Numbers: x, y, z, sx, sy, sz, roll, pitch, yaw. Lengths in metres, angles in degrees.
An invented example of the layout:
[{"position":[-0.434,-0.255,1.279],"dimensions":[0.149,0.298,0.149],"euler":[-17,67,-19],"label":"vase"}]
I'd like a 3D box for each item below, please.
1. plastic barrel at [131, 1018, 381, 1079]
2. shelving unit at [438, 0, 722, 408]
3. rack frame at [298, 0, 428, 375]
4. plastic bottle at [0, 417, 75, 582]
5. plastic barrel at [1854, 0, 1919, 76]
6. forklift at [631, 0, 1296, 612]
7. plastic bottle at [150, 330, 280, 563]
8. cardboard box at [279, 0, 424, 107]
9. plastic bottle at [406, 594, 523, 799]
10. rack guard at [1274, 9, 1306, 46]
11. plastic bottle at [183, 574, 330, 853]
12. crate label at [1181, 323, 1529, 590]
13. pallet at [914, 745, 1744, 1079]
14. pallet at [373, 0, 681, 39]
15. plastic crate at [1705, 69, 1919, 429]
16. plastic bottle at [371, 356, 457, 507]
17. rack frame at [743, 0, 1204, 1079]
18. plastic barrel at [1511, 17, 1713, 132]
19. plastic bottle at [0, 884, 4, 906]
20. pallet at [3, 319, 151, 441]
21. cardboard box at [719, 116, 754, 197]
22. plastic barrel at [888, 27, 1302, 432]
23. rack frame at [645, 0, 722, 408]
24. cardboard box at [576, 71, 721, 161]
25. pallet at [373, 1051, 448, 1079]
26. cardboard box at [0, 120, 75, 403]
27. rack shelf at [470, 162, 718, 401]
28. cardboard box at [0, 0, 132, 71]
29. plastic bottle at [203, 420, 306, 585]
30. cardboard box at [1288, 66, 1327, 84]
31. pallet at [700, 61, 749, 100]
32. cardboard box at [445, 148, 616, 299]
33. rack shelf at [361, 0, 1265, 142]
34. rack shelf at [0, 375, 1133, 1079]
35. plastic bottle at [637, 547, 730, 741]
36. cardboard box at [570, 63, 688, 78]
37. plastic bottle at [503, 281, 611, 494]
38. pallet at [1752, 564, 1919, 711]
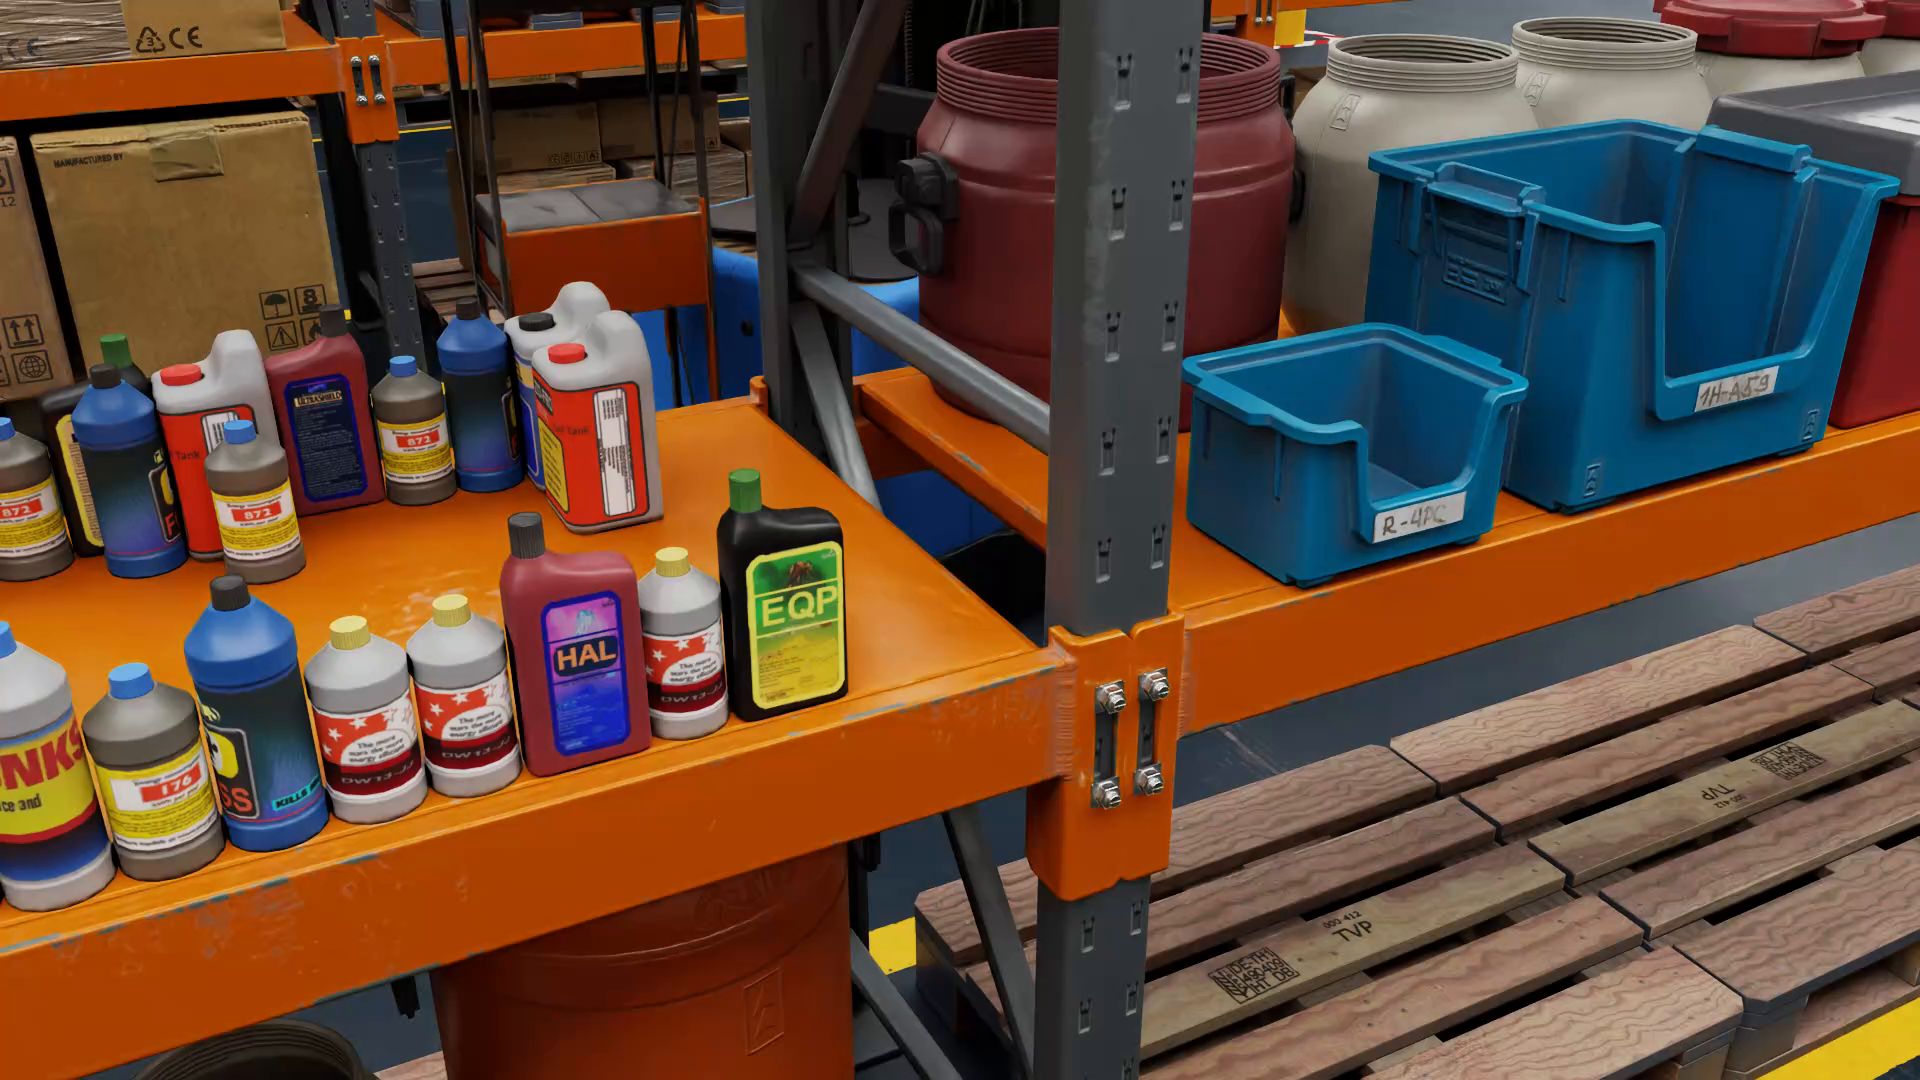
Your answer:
[{"position":[-0.917,0.941,2.213],"dimensions":[0.421,0.512,0.421],"euler":[0,26,0],"label":"plastic barrel"},{"position":[-0.911,-0.626,4.126],"dimensions":[0.503,2.100,0.431],"euler":[-12,28,-23],"label":"shelving unit"},{"position":[-2.367,-2.138,6.237],"dimensions":[0.127,3.000,1.000],"euler":[-13,29,-25],"label":"rack frame"},{"position":[-1.212,-0.057,2.133],"dimensions":[0.097,0.201,0.097],"euler":[0,26,0],"label":"plastic bottle"},{"position":[1.898,-0.861,3.422],"dimensions":[0.433,0.535,0.433],"euler":[0,26,0],"label":"plastic barrel"},{"position":[0.428,-1.548,5.088],"dimensions":[1.130,2.935,3.031],"euler":[22,33,38],"label":"forklift"},{"position":[-0.979,-0.131,2.201],"dimensions":[0.135,0.276,0.152],"euler":[-13,29,-25],"label":"plastic bottle"},{"position":[-4.033,-3.317,10.808],"dimensions":[0.750,0.750,1.050],"euler":[-13,29,-26],"label":"cardboard box"},{"position":[-0.507,0.152,1.696],"dimensions":[0.097,0.201,0.097],"euler":[0,26,0],"label":"plastic bottle"},{"position":[2.468,-4.560,14.170],"dimensions":[0.348,0.500,1.175],"euler":[-13,29,-25],"label":"rack guard"},{"position":[-0.679,0.160,1.599],"dimensions":[0.097,0.271,0.097],"euler":[0,26,0],"label":"plastic bottle"},{"position":[0.511,-0.113,2.214],"dimensions":[0.416,0.233,0.303],"euler":[-13,29,-25],"label":"crate label"},{"position":[0.665,0.868,3.198],"dimensions":[1.213,0.211,1.003],"euler":[-13,29,-25],"label":"pallet"},{"position":[-1.789,-2.237,6.665],"dimensions":[1.003,0.211,1.213],"euler":[-13,29,-25],"label":"pallet"},{"position":[1.533,-0.487,2.725],"dimensions":[0.583,0.464,0.402],"euler":[-13,29,-25],"label":"plastic crate"},{"position":[-0.772,-0.159,2.345],"dimensions":[0.097,0.201,0.097],"euler":[0,26,0],"label":"plastic bottle"},{"position":[-0.037,-0.246,2.297],"dimensions":[0.127,3.000,1.000],"euler":[-13,29,-25],"label":"rack frame"},{"position":[1.142,-0.673,3.058],"dimensions":[0.421,0.512,0.421],"euler":[0,26,0],"label":"plastic barrel"},{"position":[-0.936,0.252,1.490],"dimensions":[0.097,0.201,0.097],"euler":[0,26,0],"label":"plastic bottle"},{"position":[-3.099,-0.749,6.566],"dimensions":[1.213,0.211,1.003],"euler":[-13,29,-25],"label":"pallet"},{"position":[-0.805,-1.589,7.474],"dimensions":[0.500,0.500,0.700],"euler":[-11,28,-21],"label":"cardboard box"},{"position":[0.230,-0.518,2.705],"dimensions":[0.708,0.536,0.600],"euler":[-13,29,-25],"label":"plastic barrel"},{"position":[-0.691,-0.673,4.222],"dimensions":[0.015,2.100,0.400],"euler":[-12,28,-23],"label":"rack frame"},{"position":[-1.327,-1.807,7.061],"dimensions":[0.500,0.250,0.500],"euler":[-10,27,-19],"label":"cardboard box"},{"position":[-0.713,1.188,2.533],"dimensions":[1.213,0.211,1.003],"euler":[-13,29,-25],"label":"pallet"},{"position":[-3.776,-1.058,5.957],"dimensions":[0.875,0.875,1.225],"euler":[-13,29,-25],"label":"cardboard box"},{"position":[-0.911,-0.614,4.132],"dimensions":[0.480,0.518,0.431],"euler":[-12,28,-23],"label":"rack shelf"},{"position":[-3.129,-1.888,5.602],"dimensions":[0.500,0.500,0.500],"euler":[-13,29,-26],"label":"cardboard box"},{"position":[-0.904,-0.054,2.126],"dimensions":[0.097,0.201,0.097],"euler":[0,26,0],"label":"plastic bottle"},{"position":[2.036,-2.200,8.770],"dimensions":[0.500,0.500,0.500],"euler":[-4,26,-9],"label":"cardboard box"},{"position":[-1.728,-3.424,12.138],"dimensions":[1.213,0.211,1.003],"euler":[-13,29,-25],"label":"pallet"},{"position":[-1.786,-1.353,6.982],"dimensions":[0.500,0.500,0.700],"euler":[-15,29,-28],"label":"cardboard box"},{"position":[-0.603,-2.221,7.241],"dimensions":[4.000,0.370,1.077],"euler":[-13,29,-25],"label":"rack shelf"},{"position":[-1.802,0.486,1.604],"dimensions":[4.000,0.370,1.077],"euler":[-13,29,-25],"label":"rack shelf"},{"position":[-0.303,0.105,1.794],"dimensions":[0.097,0.201,0.097],"euler":[0,26,0],"label":"plastic bottle"},{"position":[-2.441,-3.686,11.577],"dimensions":[0.750,0.750,1.050],"euler":[-13,29,-25],"label":"cardboard box"},{"position":[-0.571,-0.225,2.397],"dimensions":[0.135,0.276,0.152],"euler":[-13,29,-25],"label":"plastic bottle"},{"position":[2.818,0.371,4.233],"dimensions":[1.213,0.211,1.003],"euler":[-13,29,-25],"label":"pallet"}]
